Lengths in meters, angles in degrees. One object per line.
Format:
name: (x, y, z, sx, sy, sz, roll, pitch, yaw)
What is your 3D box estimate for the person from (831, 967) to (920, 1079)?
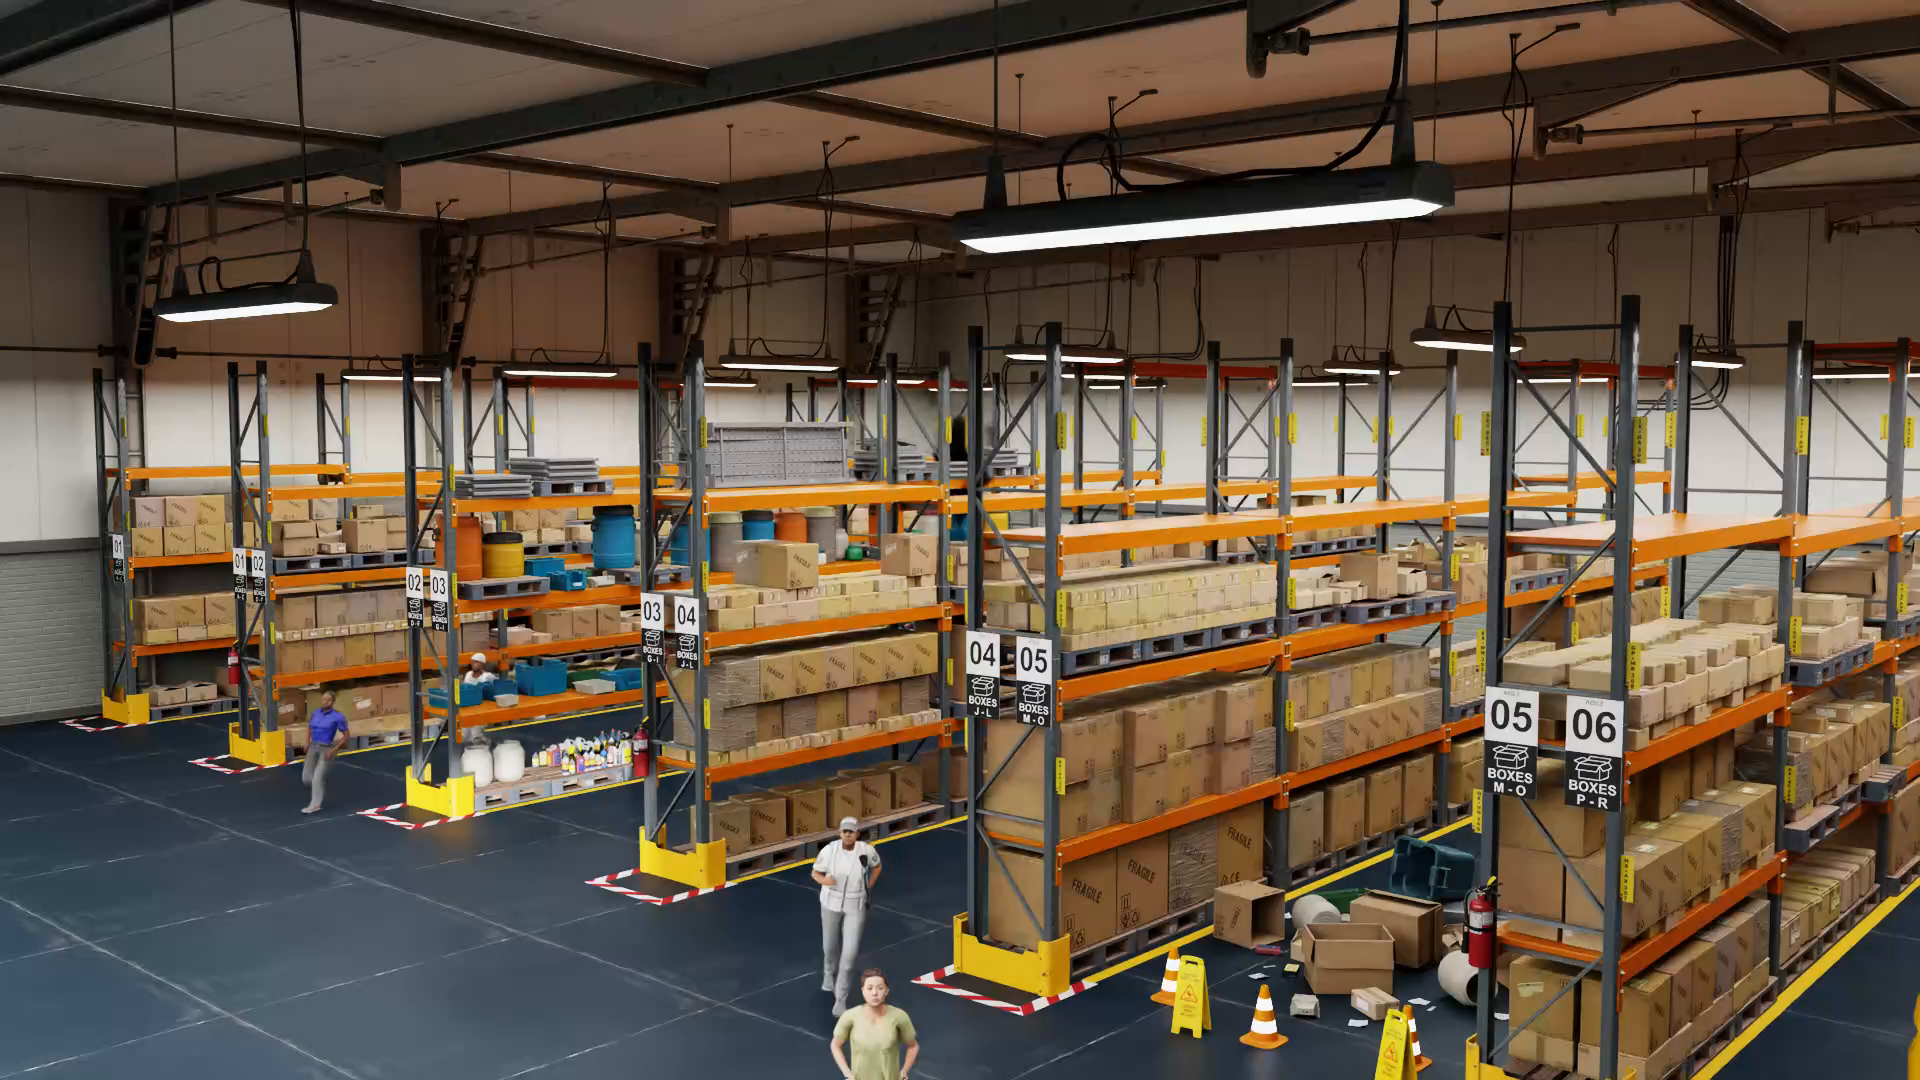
person: (-0.545, 3.565, 10.755, 0.578, 1.610, 0.568, 0, 4, -5)

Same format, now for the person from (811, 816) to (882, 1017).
person: (-1.000, 3.275, 14.663, 0.607, 1.716, 0.755, 0, 4, 2)

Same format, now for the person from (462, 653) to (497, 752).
person: (-7.013, 2.513, 24.323, 0.686, 1.735, 0.605, 2, 5, 27)

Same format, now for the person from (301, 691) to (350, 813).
person: (-8.312, 2.808, 21.844, 0.641, 1.501, 0.519, 1, 4, 9)
